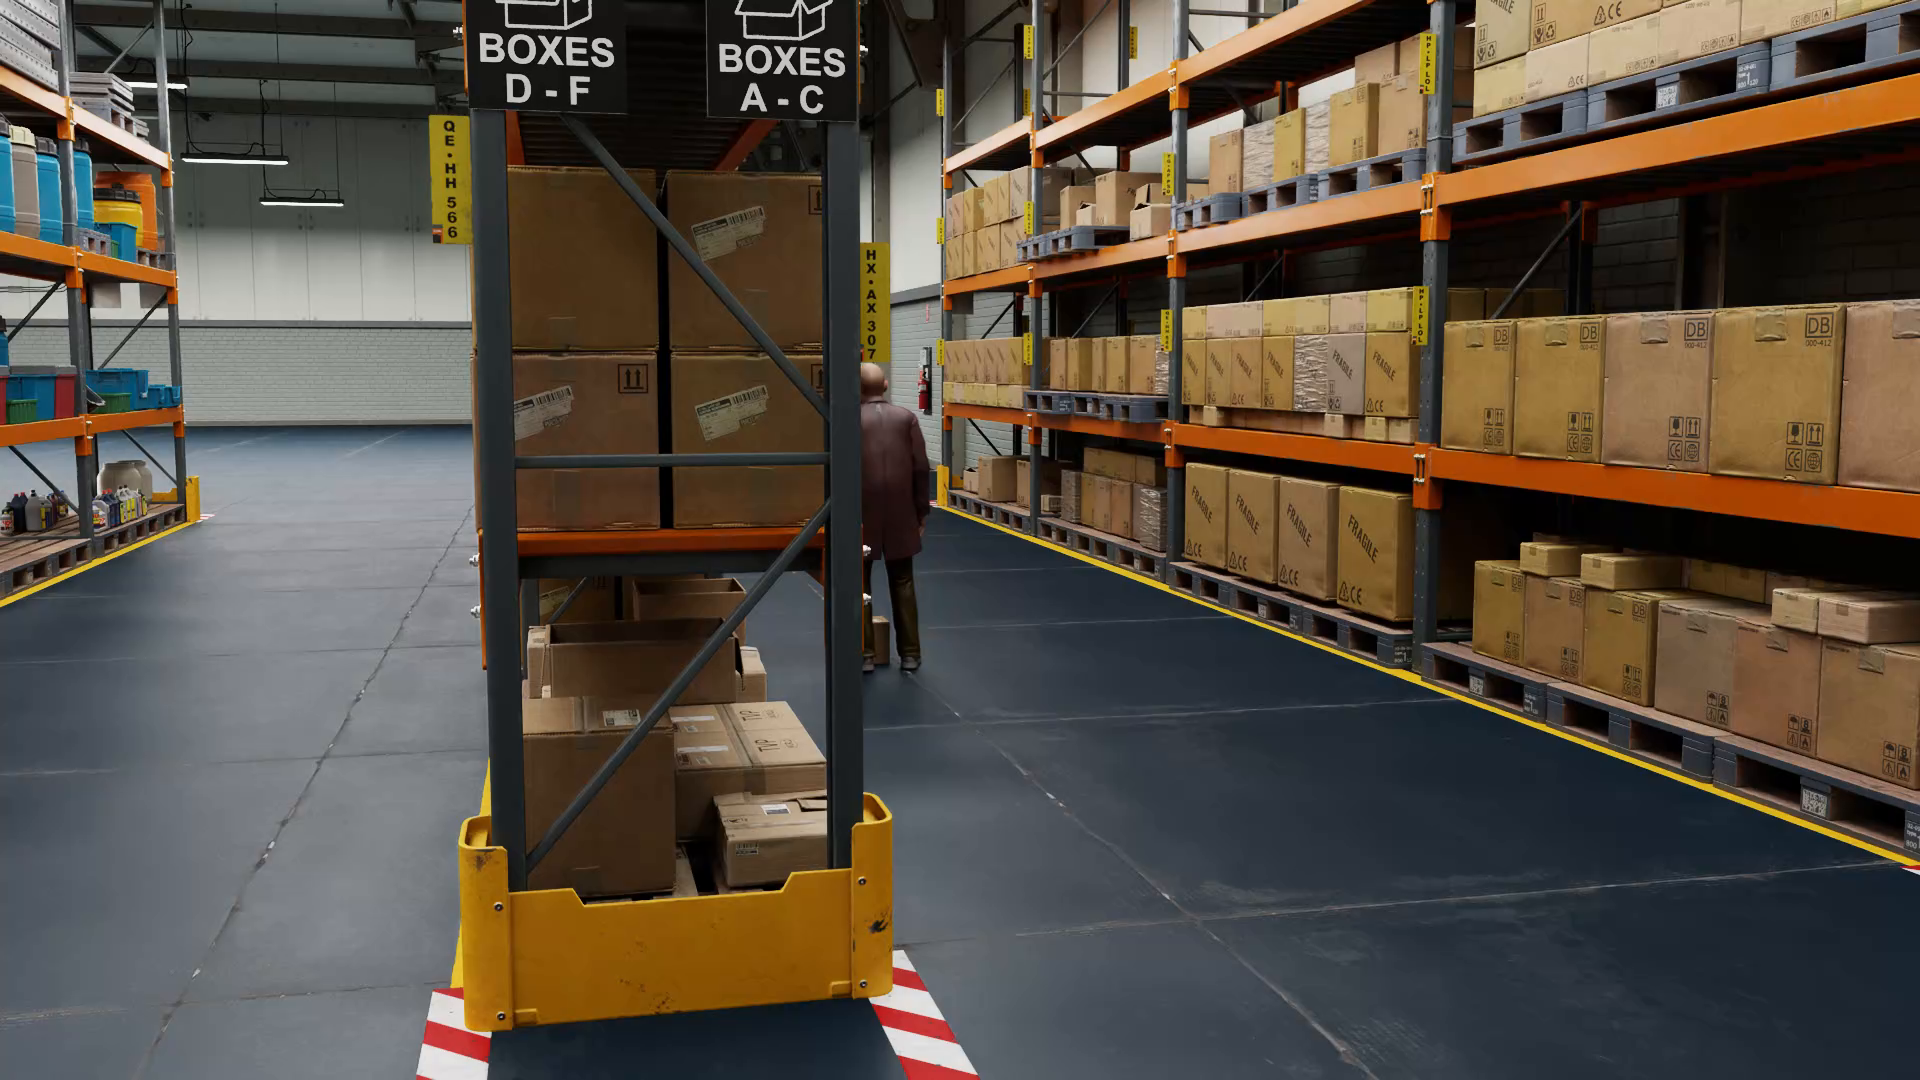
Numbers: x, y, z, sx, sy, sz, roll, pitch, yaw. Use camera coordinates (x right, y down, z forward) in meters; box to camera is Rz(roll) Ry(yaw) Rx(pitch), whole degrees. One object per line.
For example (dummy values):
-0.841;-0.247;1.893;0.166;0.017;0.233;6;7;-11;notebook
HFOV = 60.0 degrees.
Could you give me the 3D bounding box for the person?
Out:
-0.487;-0.134;9.658;0.656;1.774;0.421;-2;6;-16;person
